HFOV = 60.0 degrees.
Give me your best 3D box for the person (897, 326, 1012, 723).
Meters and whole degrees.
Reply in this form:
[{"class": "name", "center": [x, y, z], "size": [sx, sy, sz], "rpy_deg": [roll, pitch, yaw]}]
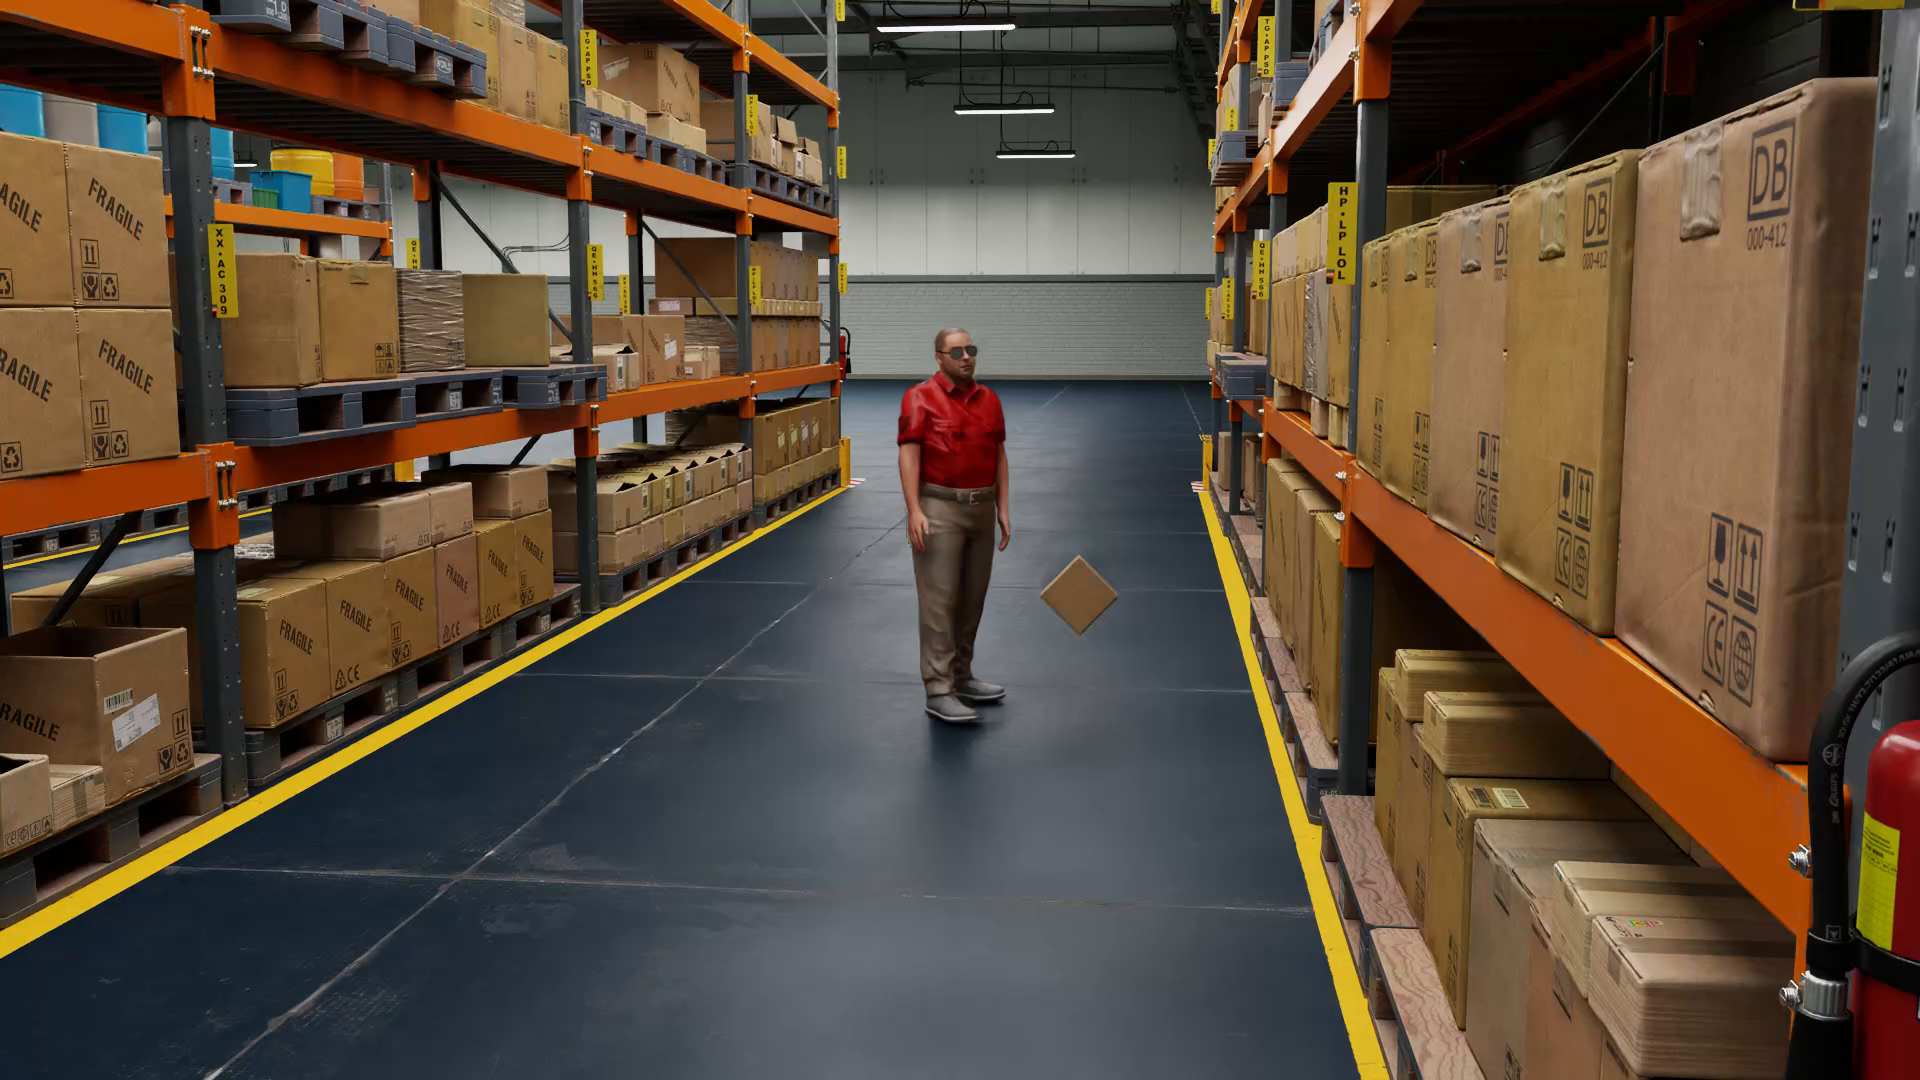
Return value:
[{"class": "person", "center": [0.005, -0.088, 7.432], "size": [0.620, 1.722, 0.570], "rpy_deg": [-6, 10, -39]}]
